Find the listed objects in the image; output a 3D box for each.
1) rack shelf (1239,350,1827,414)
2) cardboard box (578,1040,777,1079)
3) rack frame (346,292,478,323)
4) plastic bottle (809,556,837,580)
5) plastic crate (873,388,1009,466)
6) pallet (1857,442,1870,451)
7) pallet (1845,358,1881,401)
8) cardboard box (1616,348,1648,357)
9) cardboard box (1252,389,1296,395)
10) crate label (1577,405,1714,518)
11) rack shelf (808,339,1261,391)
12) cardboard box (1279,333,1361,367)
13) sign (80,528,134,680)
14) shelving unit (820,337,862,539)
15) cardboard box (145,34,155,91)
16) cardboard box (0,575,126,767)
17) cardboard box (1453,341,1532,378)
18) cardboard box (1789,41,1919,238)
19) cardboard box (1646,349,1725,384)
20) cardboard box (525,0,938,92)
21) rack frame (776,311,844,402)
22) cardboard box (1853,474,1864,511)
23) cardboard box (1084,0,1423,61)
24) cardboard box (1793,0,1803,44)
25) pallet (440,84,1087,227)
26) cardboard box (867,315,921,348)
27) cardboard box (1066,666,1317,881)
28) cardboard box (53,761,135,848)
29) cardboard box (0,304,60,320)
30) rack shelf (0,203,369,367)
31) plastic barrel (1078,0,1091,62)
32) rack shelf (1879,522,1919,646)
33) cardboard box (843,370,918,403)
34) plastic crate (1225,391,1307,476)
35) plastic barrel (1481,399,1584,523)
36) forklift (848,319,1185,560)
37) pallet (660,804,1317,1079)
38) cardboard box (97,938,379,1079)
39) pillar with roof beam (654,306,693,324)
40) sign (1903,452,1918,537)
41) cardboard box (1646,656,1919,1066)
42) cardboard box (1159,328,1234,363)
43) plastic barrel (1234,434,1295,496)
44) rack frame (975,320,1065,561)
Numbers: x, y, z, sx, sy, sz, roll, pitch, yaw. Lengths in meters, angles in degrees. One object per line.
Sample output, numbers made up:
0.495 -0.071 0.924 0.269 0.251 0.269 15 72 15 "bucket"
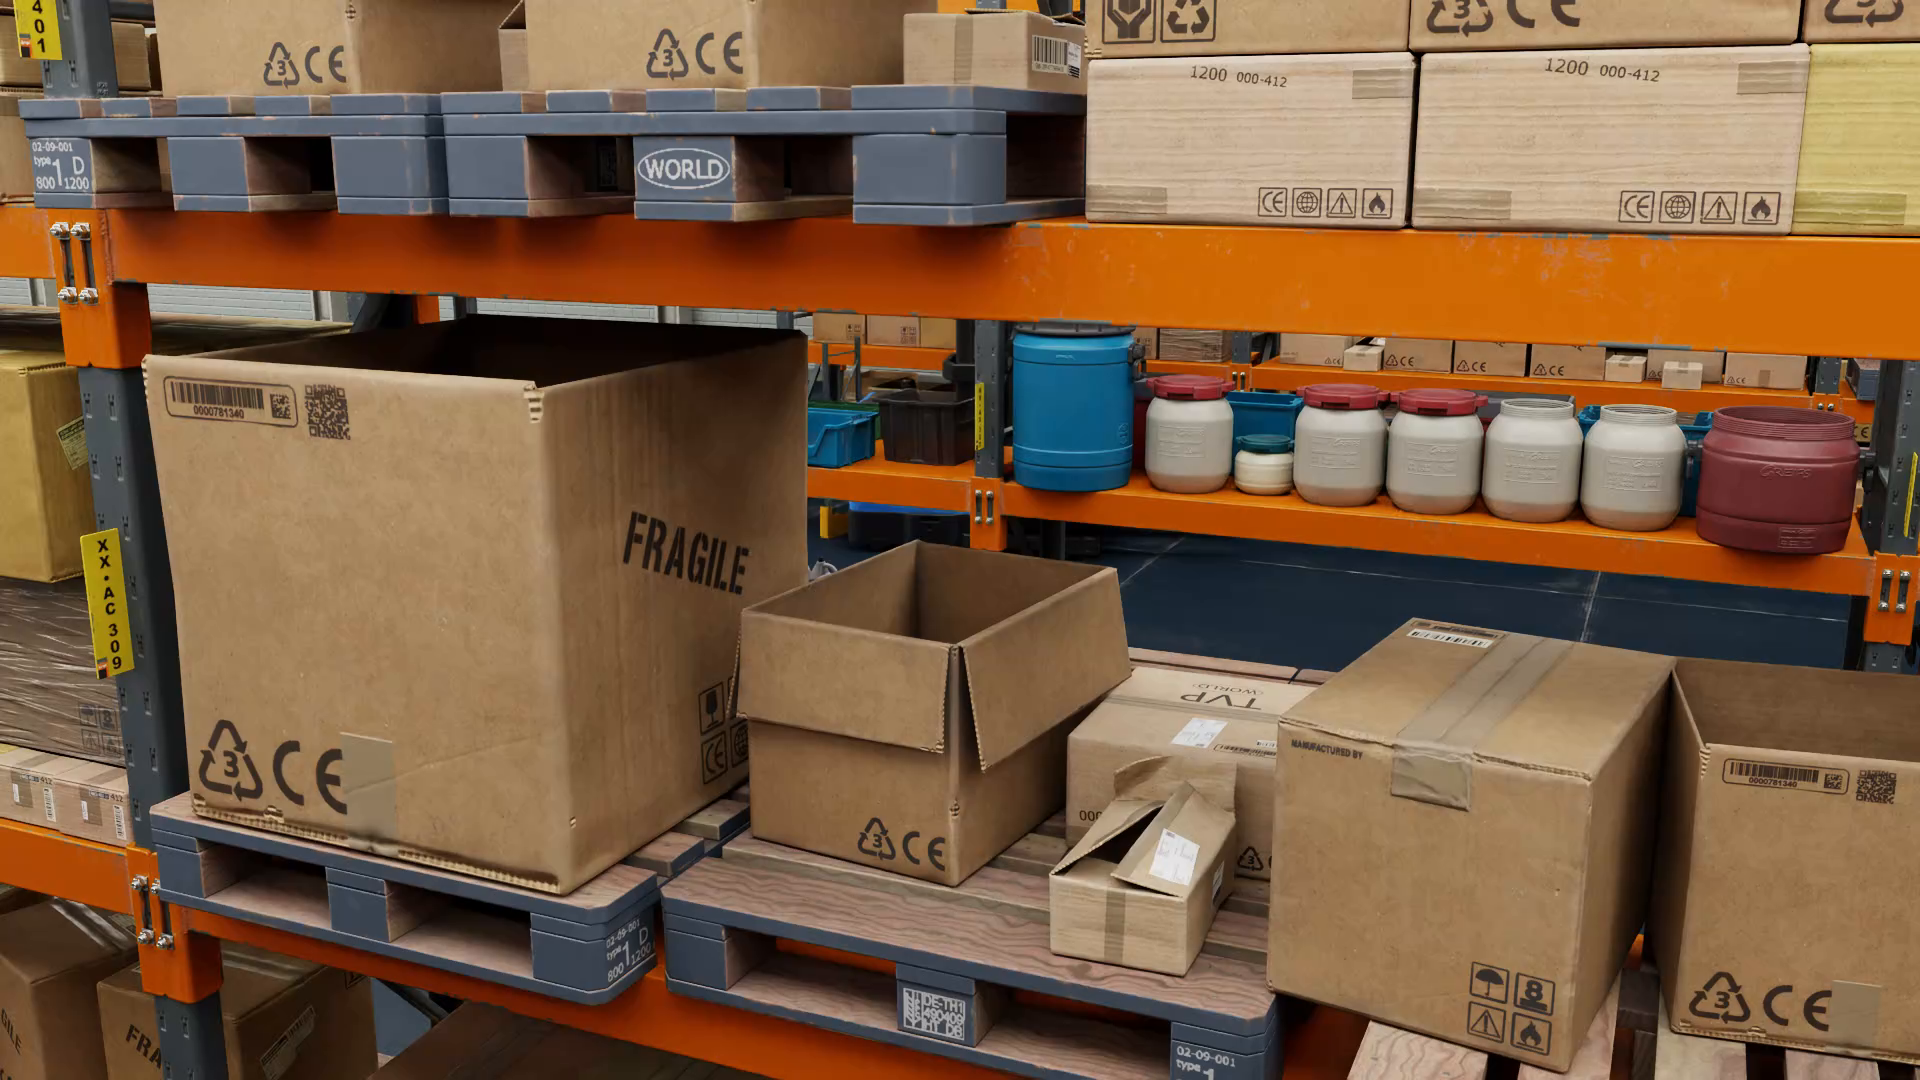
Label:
4.168 -1.085 12.387 4.000 0.370 1.077 6 14 23 "rack shelf"
-0.695 1.561 4.046 0.500 0.500 0.700 6 14 23 "cardboard box"
-3.328 -0.956 10.263 0.127 3.000 1.000 6 14 23 "rack frame"
-0.802 0.271 9.868 0.185 0.351 0.144 6 14 23 "plastic bottle"
-0.097 -0.631 9.012 0.504 0.338 0.767 6 14 23 "plastic crate"
8.690 -0.839 15.867 1.213 0.211 1.003 6 14 23 "pallet"
6.645 -1.109 11.333 1.003 0.211 1.213 6 14 23 "pallet"
6.824 -1.769 16.595 0.500 0.250 0.500 6 15 24 "cardboard box"
3.377 -1.740 18.113 0.500 0.500 0.500 5 14 19 "cardboard box"
3.188 -0.381 7.737 0.616 0.435 0.502 6 14 23 "crate label"
0.511 -1.455 13.964 4.000 0.370 1.077 6 14 23 "rack shelf"
2.807 -1.511 12.955 0.500 0.250 0.500 7 15 27 "cardboard box"
-1.889 0.141 3.692 0.005 0.325 0.100 6 14 23 "sign"
-1.342 -0.854 13.110 1.083 1.500 0.587 7 15 28 "shelving unit"
-2.120 -1.238 4.353 0.250 0.149 0.380 5 14 20 "cardboard box"
-2.063 0.201 4.464 0.500 0.500 0.875 6 14 23 "cardboard box"
3.975 -1.499 12.359 0.500 0.500 0.500 6 14 23 "cardboard box"
1.447 -0.561 2.343 0.500 0.250 0.500 6 14 23 "cardboard box"
5.257 -1.330 12.051 0.500 0.311 0.500 6 14 23 "cardboard box"
-0.425 -1.115 3.230 0.637 0.503 0.797 6 15 26 "cardboard box"
-1.318 -1.990 14.671 0.127 3.000 1.000 6 14 23 "rack frame"
6.297 -0.145 11.317 0.500 0.500 0.500 6 15 26 "cardboard box"
0.523 -1.020 2.655 0.500 0.500 0.500 6 15 24 "cardboard box"
1.655 -1.031 2.703 0.500 0.500 0.500 6 14 24 "cardboard box"
-0.206 -0.746 3.211 1.003 0.211 1.213 6 14 23 "pallet"
-0.414 -1.945 14.261 0.500 0.500 0.700 6 15 25 "cardboard box"
0.542 0.484 3.534 0.500 0.250 0.500 5 14 22 "cardboard box"
-1.992 0.612 4.129 0.250 0.149 0.380 6 14 23 "cardboard box"
-2.900 -0.419 4.915 0.500 0.500 0.500 6 14 23 "cardboard box"
-3.505 -0.847 4.805 4.000 0.370 1.077 6 14 23 "rack shelf"
0.883 -2.289 8.278 0.708 0.901 0.600 6 14 23 "plastic barrel"
5.815 0.319 6.402 4.000 0.370 1.077 6 14 23 "rack shelf"
-0.707 -1.234 14.904 0.500 0.500 0.500 6 14 23 "cardboard box"
1.464 -0.541 8.529 0.575 0.384 0.392 6 14 23 "plastic crate"
2.575 -0.360 7.477 0.421 0.512 0.421 0 13 0 "plastic barrel"
0.721 -1.411 12.353 3.031 2.935 1.130 2 13 7 "forklift"
0.154 0.737 3.466 1.213 0.211 1.003 6 14 23 "pallet"
-2.026 1.416 4.708 0.500 0.500 0.500 5 14 22 "cardboard box"
-5.554 -5.718 17.424 0.400 9.000 9.100 6 14 23 "pillar with roof beam"
3.770 -0.180 6.597 0.005 0.325 0.100 6 14 23 "sign"
1.471 0.524 2.818 0.500 0.500 0.500 4 14 16 "cardboard box"
1.931 -1.709 13.251 0.500 0.500 0.700 5 14 22 "cardboard box"
1.478 -0.364 8.043 0.301 0.262 0.301 0 13 0 "plastic barrel"
0.330 -0.586 8.686 0.127 3.000 1.000 6 14 23 "rack frame"
